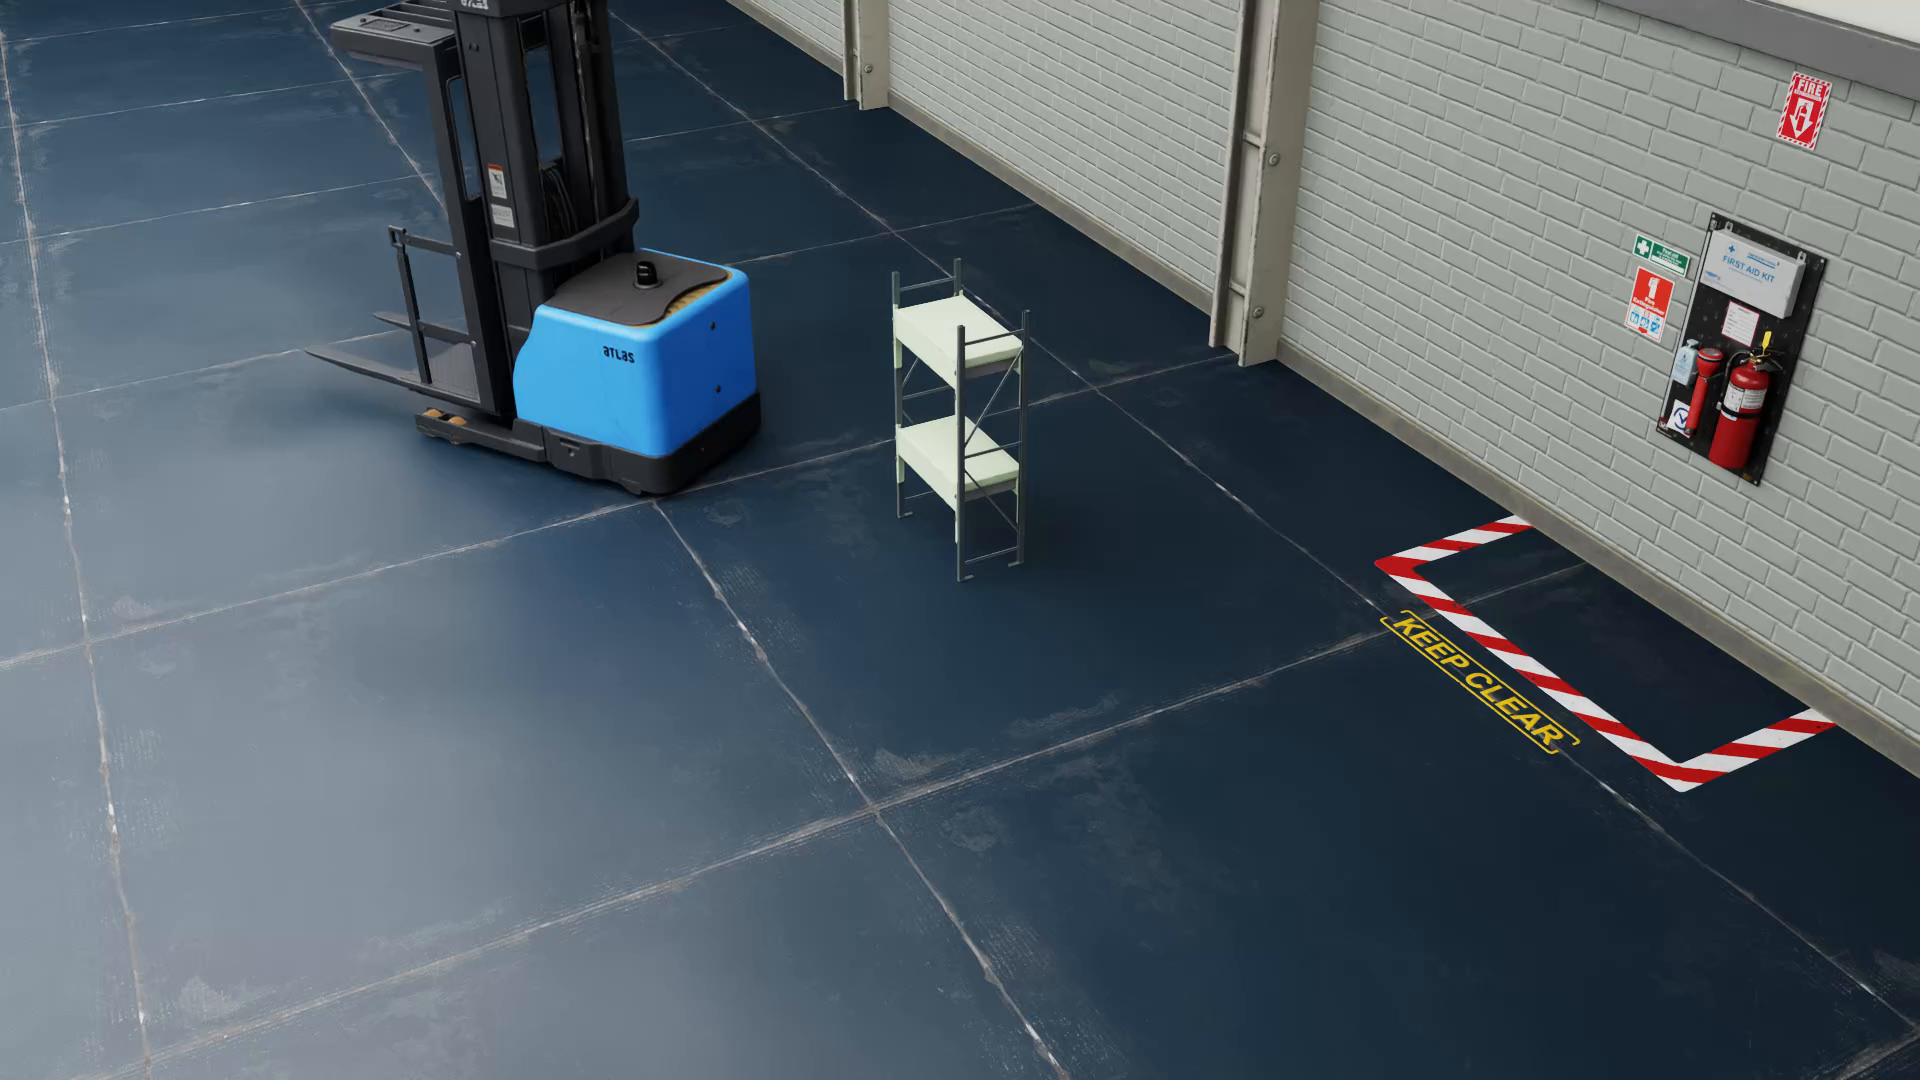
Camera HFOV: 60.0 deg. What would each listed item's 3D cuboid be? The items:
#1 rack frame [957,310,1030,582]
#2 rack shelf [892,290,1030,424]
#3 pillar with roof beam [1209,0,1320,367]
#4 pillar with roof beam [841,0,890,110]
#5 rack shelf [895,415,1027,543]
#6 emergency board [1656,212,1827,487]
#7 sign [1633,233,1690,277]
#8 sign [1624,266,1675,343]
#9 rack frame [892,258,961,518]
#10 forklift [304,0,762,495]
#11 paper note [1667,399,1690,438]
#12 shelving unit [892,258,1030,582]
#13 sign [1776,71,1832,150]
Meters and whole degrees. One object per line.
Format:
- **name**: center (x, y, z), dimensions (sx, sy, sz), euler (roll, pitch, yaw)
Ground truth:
- **rack frame**: center (0.168, -0.460, 8.596), dimensions (0.400, 1.500, 0.023), euler (-16, 36, -23)
- **rack shelf**: center (-0.003, -0.963, 8.658), dimensions (0.431, 0.370, 0.720), euler (-16, 36, -23)
- **pillar with roof beam**: center (-1.885, -3.989, 7.152), dimensions (9.100, 9.000, 0.400), euler (-16, 36, -23)
- **pillar with roof beam**: center (-4.683, -6.852, 11.622), dimensions (9.100, 9.000, 0.400), euler (-16, 36, -23)
- **rack shelf**: center (-0.003, -0.360, 9.045), dimensions (0.431, 0.370, 0.720), euler (-16, 36, -23)
- **emergency board**: center (3.602, -0.871, 7.847), dimensions (0.194, 1.169, 0.643), euler (-16, 36, -23)
- **sign**: center (3.430, -1.394, 8.140), dimensions (0.001, 0.109, 0.331), euler (-16, 36, -23)
- **sign**: center (3.436, -1.176, 8.290), dimensions (0.001, 0.329, 0.234), euler (-16, 36, -23)
- **rack frame**: center (-0.174, -0.809, 9.142), dimensions (0.400, 1.500, 0.023), euler (-16, 36, -23)
- **forklift**: center (-2.767, -2.052, 9.755), dimensions (3.031, 2.935, 1.130), euler (16, 36, 23)
- **paper note**: center (3.581, -0.602, 8.244), dimensions (0.016, 0.148, 0.142), euler (-16, 36, -23)
- **shelving unit**: center (-0.003, -0.635, 8.869), dimensions (0.431, 1.500, 0.755), euler (-16, 36, -23)
- **sign**: center (3.687, -1.876, 7.267), dimensions (0.001, 0.298, 0.199), euler (-16, 36, -23)
